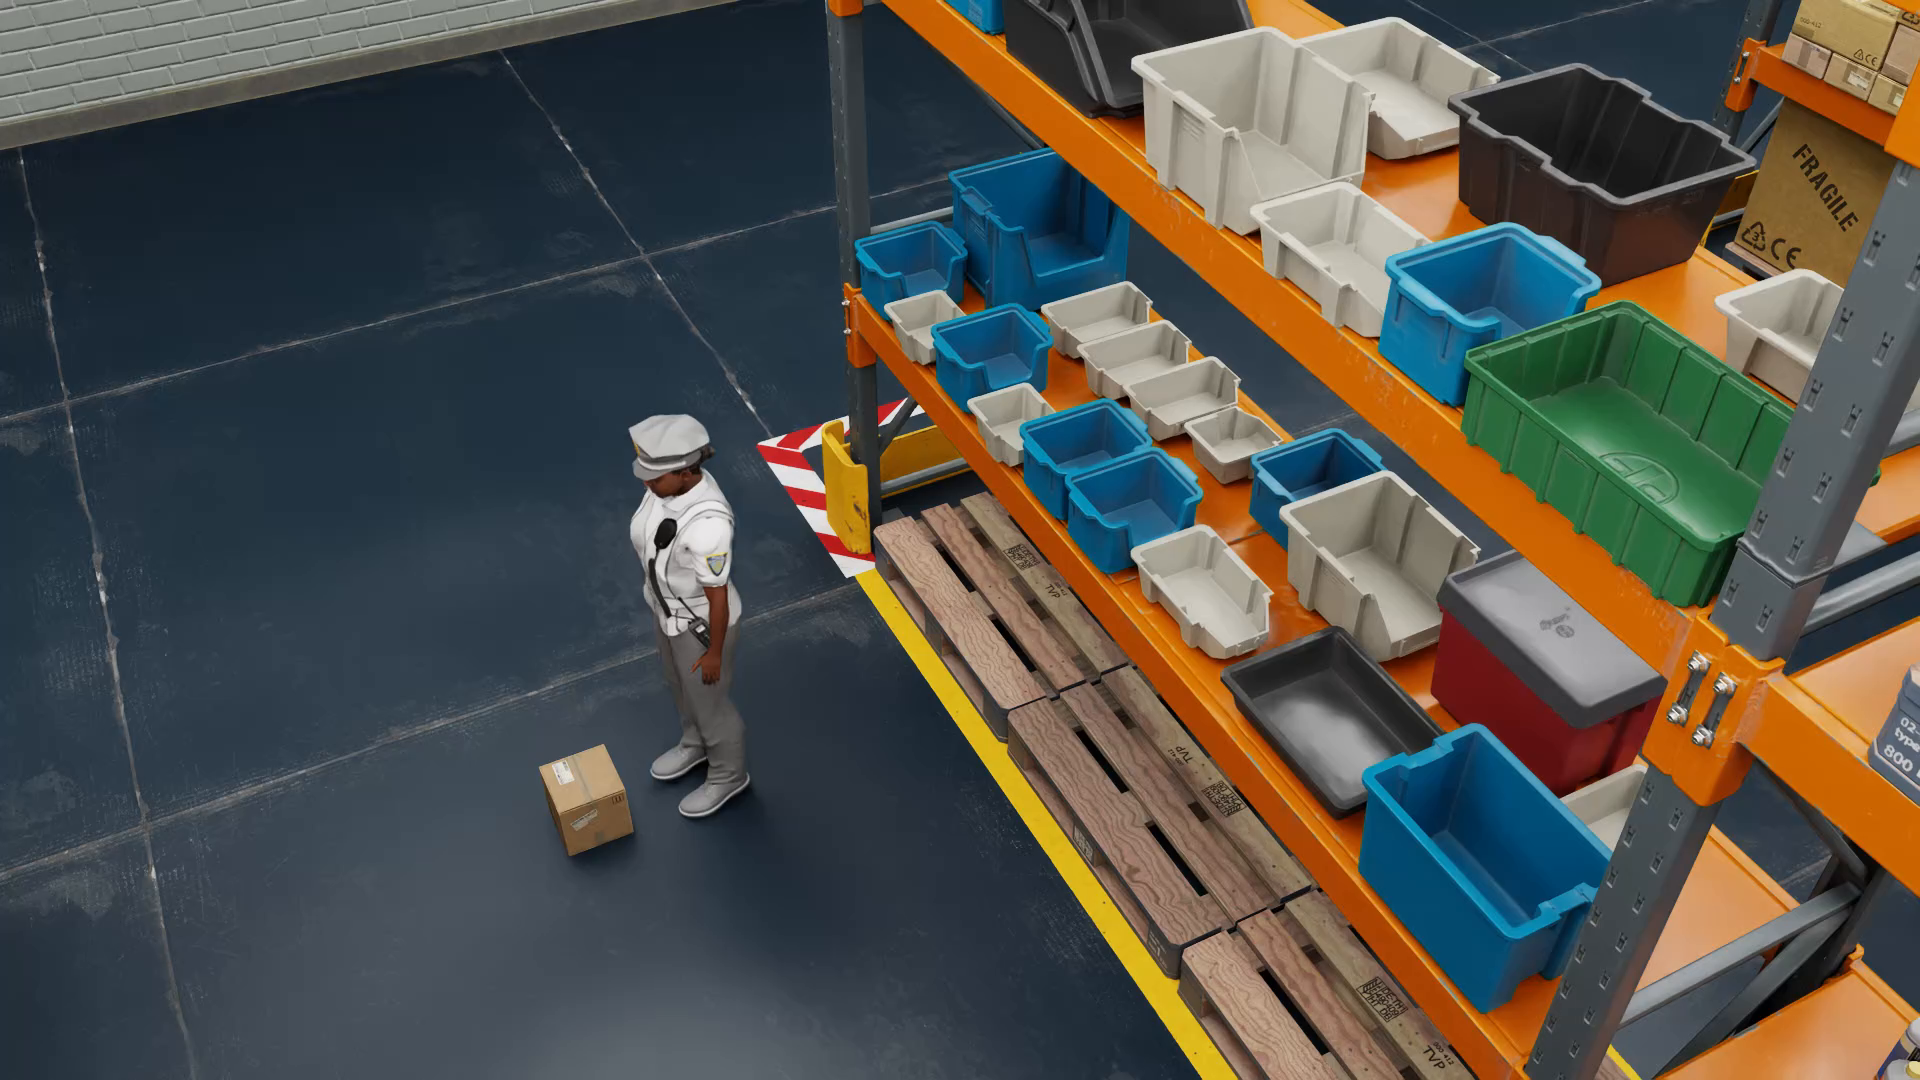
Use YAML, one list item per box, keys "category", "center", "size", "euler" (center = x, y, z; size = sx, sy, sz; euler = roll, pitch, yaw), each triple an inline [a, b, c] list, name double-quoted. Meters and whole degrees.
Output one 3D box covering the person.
- category: "person"
  center: [-0.967, 0.284, 5.861]
  size: [0.397, 1.677, 0.463]
  euler: [-19, 44, -20]
